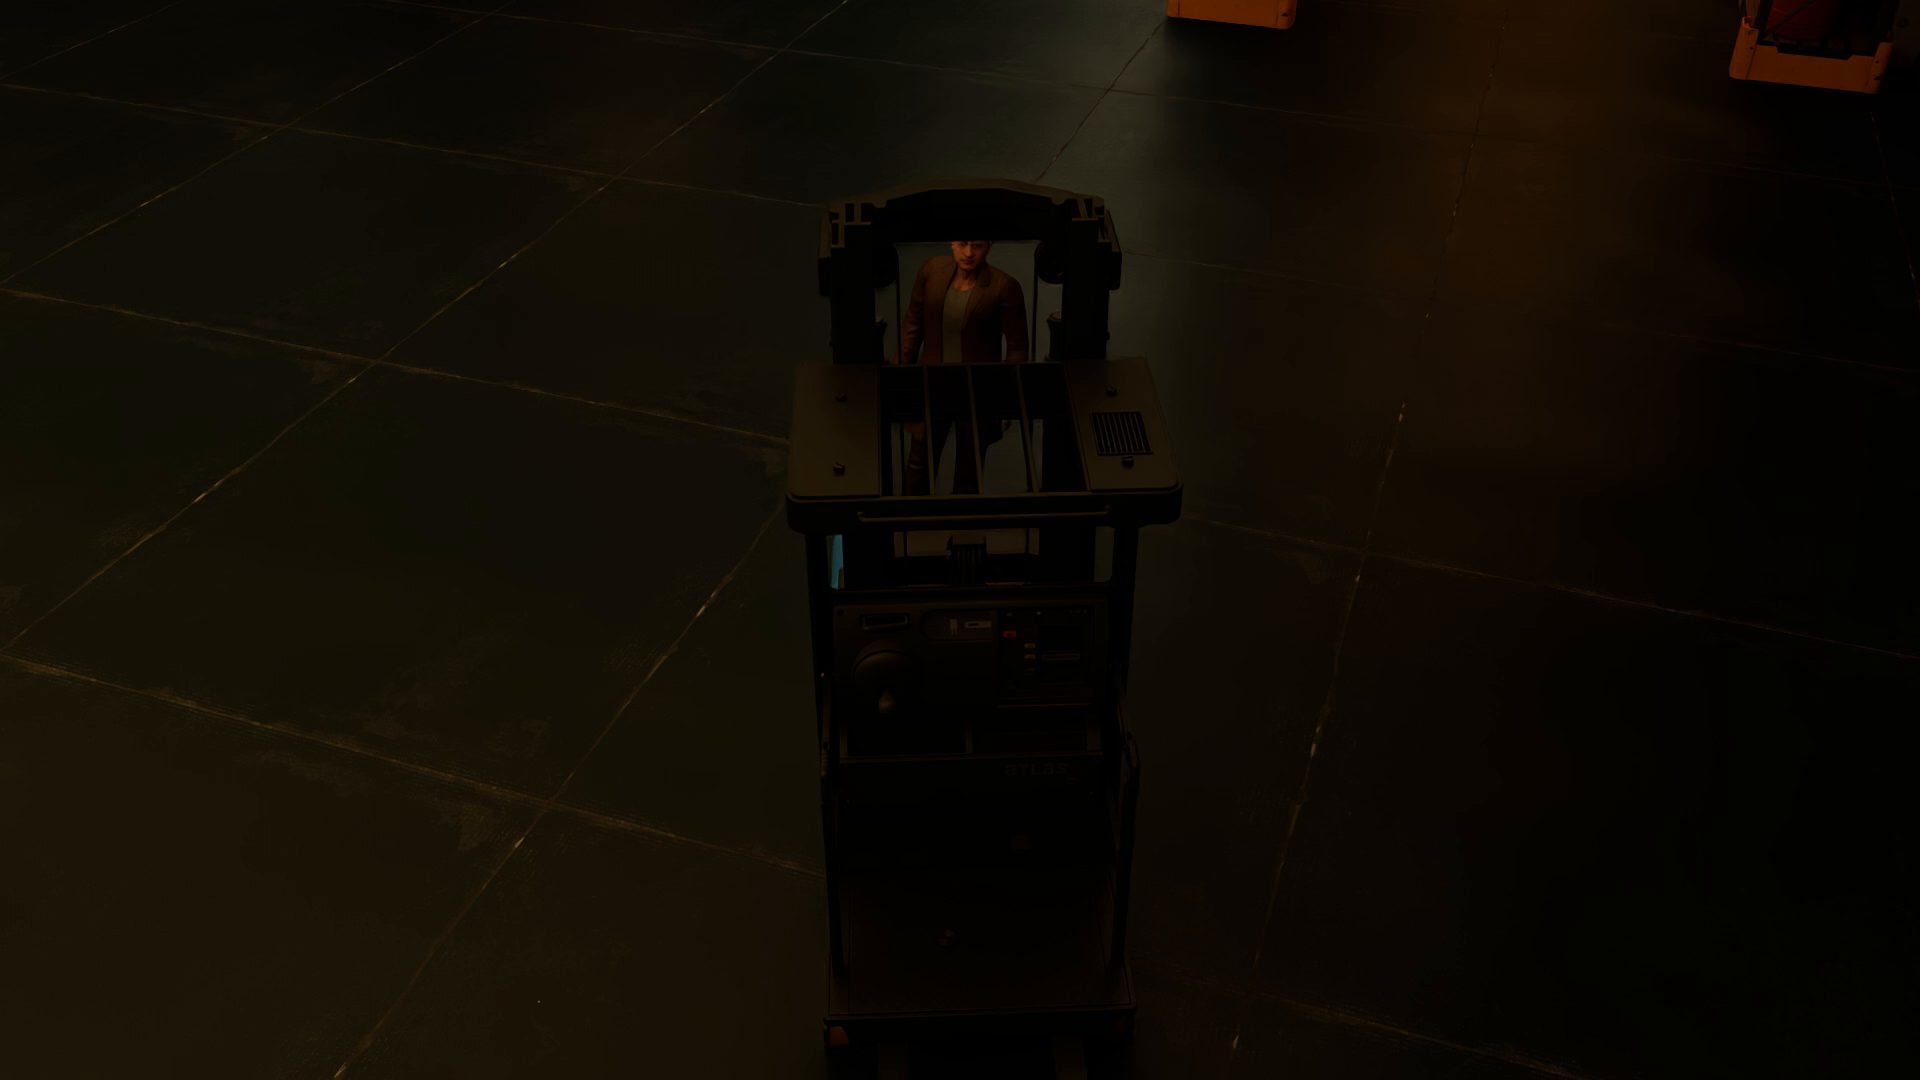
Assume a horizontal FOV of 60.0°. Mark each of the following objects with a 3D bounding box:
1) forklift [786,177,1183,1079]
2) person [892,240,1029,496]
[{"bbox_3d":[0.050,0.454,5.471,1.130,2.935,3.031,-2,35,-2],"label":"forklift"},{"bbox_3d":[-0.034,-0.682,8.057,0.696,1.778,0.579,12,37,16],"label":"person"}]
